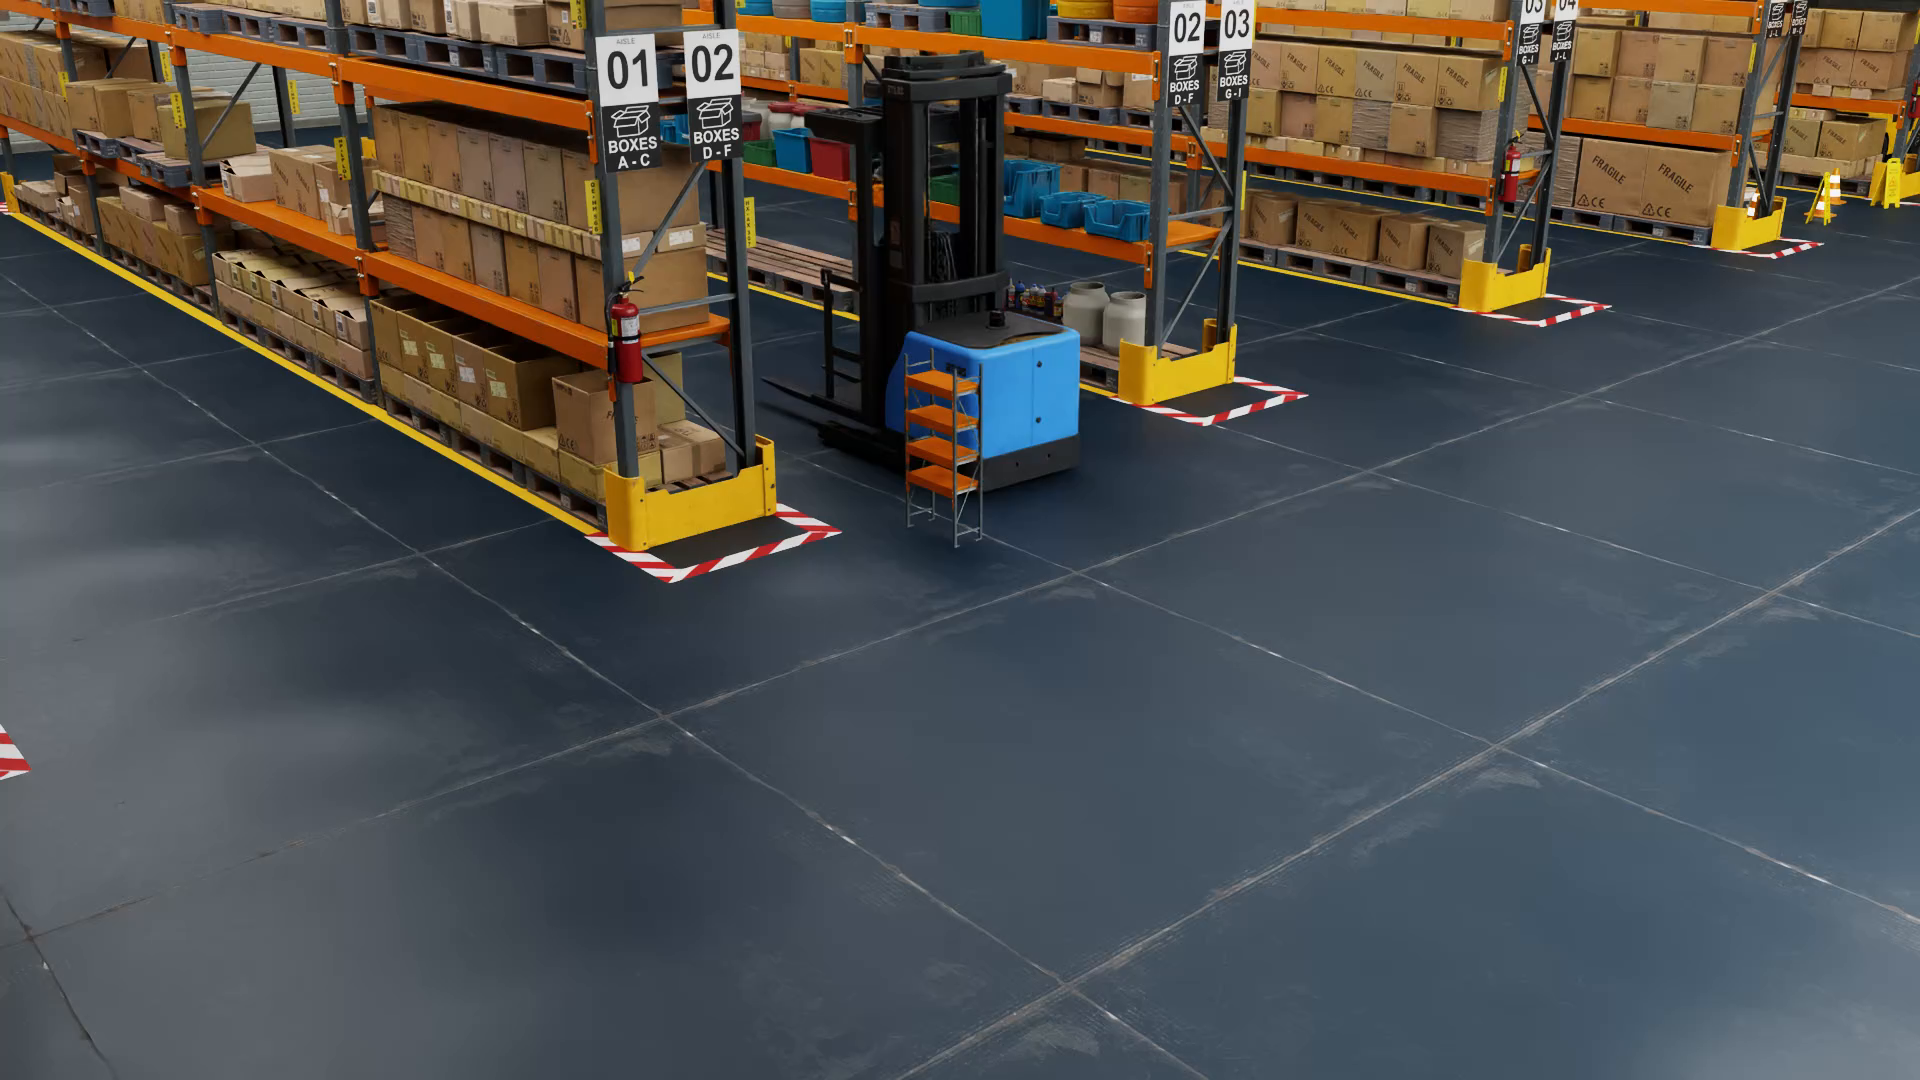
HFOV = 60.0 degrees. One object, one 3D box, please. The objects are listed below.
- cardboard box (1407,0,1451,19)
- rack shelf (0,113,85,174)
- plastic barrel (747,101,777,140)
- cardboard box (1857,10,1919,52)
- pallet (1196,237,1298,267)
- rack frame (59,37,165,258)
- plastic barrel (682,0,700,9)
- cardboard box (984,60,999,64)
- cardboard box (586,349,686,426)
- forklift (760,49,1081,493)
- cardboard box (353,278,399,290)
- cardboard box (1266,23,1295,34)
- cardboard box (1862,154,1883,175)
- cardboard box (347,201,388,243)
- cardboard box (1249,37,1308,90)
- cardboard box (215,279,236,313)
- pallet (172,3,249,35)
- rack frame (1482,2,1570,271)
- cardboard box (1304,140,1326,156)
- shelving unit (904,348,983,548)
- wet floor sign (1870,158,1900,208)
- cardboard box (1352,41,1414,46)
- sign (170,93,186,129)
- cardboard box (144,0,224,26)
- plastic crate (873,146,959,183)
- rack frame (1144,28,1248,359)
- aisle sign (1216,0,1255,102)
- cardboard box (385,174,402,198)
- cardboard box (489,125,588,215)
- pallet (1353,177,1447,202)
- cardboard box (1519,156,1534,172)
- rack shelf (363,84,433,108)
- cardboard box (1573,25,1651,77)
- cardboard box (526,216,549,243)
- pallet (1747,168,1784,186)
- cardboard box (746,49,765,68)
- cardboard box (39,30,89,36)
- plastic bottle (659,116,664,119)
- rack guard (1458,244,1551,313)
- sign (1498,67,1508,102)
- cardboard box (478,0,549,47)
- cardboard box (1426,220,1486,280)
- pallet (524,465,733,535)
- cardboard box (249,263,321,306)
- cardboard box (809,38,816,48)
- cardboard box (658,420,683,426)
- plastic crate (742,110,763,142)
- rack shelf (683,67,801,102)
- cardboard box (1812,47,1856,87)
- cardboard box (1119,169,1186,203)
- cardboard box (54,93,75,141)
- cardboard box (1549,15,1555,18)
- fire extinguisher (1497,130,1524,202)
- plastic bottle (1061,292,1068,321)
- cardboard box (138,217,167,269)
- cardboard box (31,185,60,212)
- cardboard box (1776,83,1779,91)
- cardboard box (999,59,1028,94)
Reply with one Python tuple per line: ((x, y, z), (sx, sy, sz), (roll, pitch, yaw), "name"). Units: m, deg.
((4.864, -5.398, 16.745), (0.500, 0.250, 0.500), (-17, 27, -37), "cardboard box")
((-10.947, -5.037, 20.717), (1.077, 0.370, 4.000), (-17, 27, -37), "rack shelf")
((-2.167, -4.595, 18.448), (0.421, 0.512, 0.421), (0, 21, 0), "plastic barrel")
((12.708, -6.960, 22.725), (0.700, 0.500, 0.500), (-18, 28, -39), "cardboard box")
((3.553, -3.491, 19.607), (1.003, 0.211, 1.213), (-17, 27, -37), "pallet")
((-9.641, -4.819, 19.175), (1.000, 3.000, 0.127), (-17, 27, -37), "rack frame")
((-2.904, -6.244, 18.012), (0.600, 0.901, 0.600), (0, 21, 0), "plastic barrel")
((0.366, -6.317, 22.862), (0.500, 0.500, 0.500), (-16, 27, -36), "cardboard box")
((-2.317, -1.107, 11.864), (0.500, 0.500, 0.500), (-17, 27, -37), "cardboard box")
((-0.446, -2.161, 12.483), (1.130, 2.935, 3.031), (-17, 27, -36), "forklift")
((-5.162, -2.241, 15.018), (0.500, 0.311, 0.500), (-19, 28, -39), "cardboard box")
((4.917, -7.470, 24.436), (0.700, 0.500, 0.500), (-18, 28, -38), "cardboard box")
((12.890, -5.424, 23.914), (0.500, 0.250, 0.500), (-18, 28, -38), "cardboard box")
((-4.774, -2.665, 13.880), (0.500, 0.250, 0.500), (-15, 26, -34), "cardboard box")
((3.517, -5.294, 18.472), (0.500, 0.500, 0.500), (-17, 27, -37), "cardboard box")
((-6.911, -2.415, 16.231), (0.500, 0.250, 0.500), (-18, 27, -38), "cardboard box")
((-6.519, -4.857, 15.417), (1.213, 0.211, 1.003), (-16, 26, -35), "pallet")
((5.699, -3.861, 16.729), (1.000, 3.000, 0.127), (-17, 27, -37), "rack frame")
((3.990, -4.307, 18.212), (0.380, 0.149, 0.250), (-17, 27, -37), "cardboard box")
((-0.108, -0.604, 10.882), (0.258, 1.200, 0.503), (-17, 27, -37), "shelving unit")
((12.520, -4.817, 22.397), (0.267, 0.644, 0.232), (-8, 23, -19), "wet floor sign")
((4.567, -5.143, 18.085), (0.500, 0.500, 0.500), (-17, 27, -37), "cardboard box")
((-7.435, -4.085, 15.821), (0.100, 0.325, 0.005), (-17, 27, -37), "sign")
((-7.340, -5.270, 16.076), (0.910, 0.500, 0.500), (-17, 27, -37), "cardboard box")
((-0.419, -3.583, 16.105), (0.767, 0.338, 0.504), (-17, 27, -37), "plastic crate")
((1.947, -2.682, 13.719), (1.000, 3.000, 0.127), (-17, 27, -37), "rack frame")
((2.216, -3.942, 13.372), (0.394, 0.787, 0.004), (-17, 27, -37), "aisle sign")
((-4.227, -2.768, 12.911), (0.380, 0.149, 0.250), (-17, 27, -37), "cardboard box")
((-2.815, -2.584, 11.553), (0.700, 0.500, 0.500), (-17, 27, -37), "cardboard box")
((6.351, -5.016, 23.501), (1.003, 0.211, 1.213), (-17, 27, -37), "pallet")
((5.694, -3.880, 17.121), (0.380, 0.149, 0.250), (-17, 27, -37), "cardboard box")
((-7.192, -6.215, 23.725), (1.077, 0.370, 4.000), (-17, 27, -37), "rack shelf")
((8.174, -6.131, 20.838), (0.875, 0.550, 0.500), (-17, 27, -37), "cardboard box")
((-2.703, -2.125, 11.271), (0.380, 0.149, 0.250), (-17, 27, -37), "cardboard box")
((11.861, -5.513, 24.769), (1.003, 0.211, 1.213), (-17, 27, -37), "pallet")
((-2.961, -7.447, 25.682), (0.500, 0.250, 0.500), (-16, 27, -36), "cardboard box")
((-11.423, -6.240, 21.294), (0.500, 0.500, 0.500), (-17, 27, -36), "cardboard box")
((-3.615, -5.159, 20.212), (0.152, 0.276, 0.135), (-17, 27, -37), "plastic bottle")
((5.649, -2.718, 17.238), (1.175, 0.500, 0.348), (-17, 27, -37), "rack guard")
((5.266, -4.421, 16.137), (0.100, 0.325, 0.005), (-17, 27, -37), "sign")
((-2.760, -3.347, 10.741), (0.500, 0.250, 0.500), (-17, 27, -37), "cardboard box")
((5.304, -3.069, 17.559), (0.500, 0.500, 0.500), (-12, 24, -28), "cardboard box")
((-2.339, -0.407, 11.733), (1.003, 0.211, 1.213), (-17, 27, -37), "pallet")
((-6.230, -2.391, 15.402), (0.500, 0.311, 0.500), (-18, 28, -39), "cardboard box")
((-2.253, -7.788, 25.523), (0.500, 0.500, 0.500), (-17, 27, -37), "cardboard box")
((-2.319, -0.757, 11.999), (0.500, 0.250, 0.500), (-17, 27, -37), "cardboard box")
((-2.452, -4.403, 18.024), (0.402, 0.464, 0.583), (-17, 27, -37), "plastic crate")
((-3.439, -7.394, 26.736), (1.077, 0.370, 4.000), (-17, 27, -37), "rack shelf")
((12.320, -6.629, 23.251), (0.500, 0.500, 0.500), (-17, 27, -37), "cardboard box")
((2.407, -4.318, 20.720), (0.700, 0.500, 0.500), (-18, 27, -38), "cardboard box")
((-10.162, -4.943, 19.354), (0.500, 0.500, 0.500), (-17, 27, -37), "cardboard box")
((9.463, -8.060, 26.328), (0.500, 0.500, 0.500), (-16, 27, -36), "cardboard box")
((5.425, -3.684, 16.382), (0.296, 0.674, 0.183), (-17, 27, -37), "fire extinguisher")
((0.999, -2.192, 15.604), (0.097, 0.271, 0.097), (0, 21, 0), "plastic bottle")
((-8.503, -3.244, 17.978), (0.500, 0.500, 0.500), (-19, 28, -39), "cardboard box")
((-11.459, -4.355, 21.157), (0.500, 0.250, 0.500), (-17, 27, -37), "cardboard box")
((11.817, -6.583, 24.022), (0.380, 0.149, 0.250), (-17, 27, -37), "cardboard box")
((0.860, -6.174, 21.921), (0.500, 0.500, 0.500), (18, 28, 39), "cardboard box")
